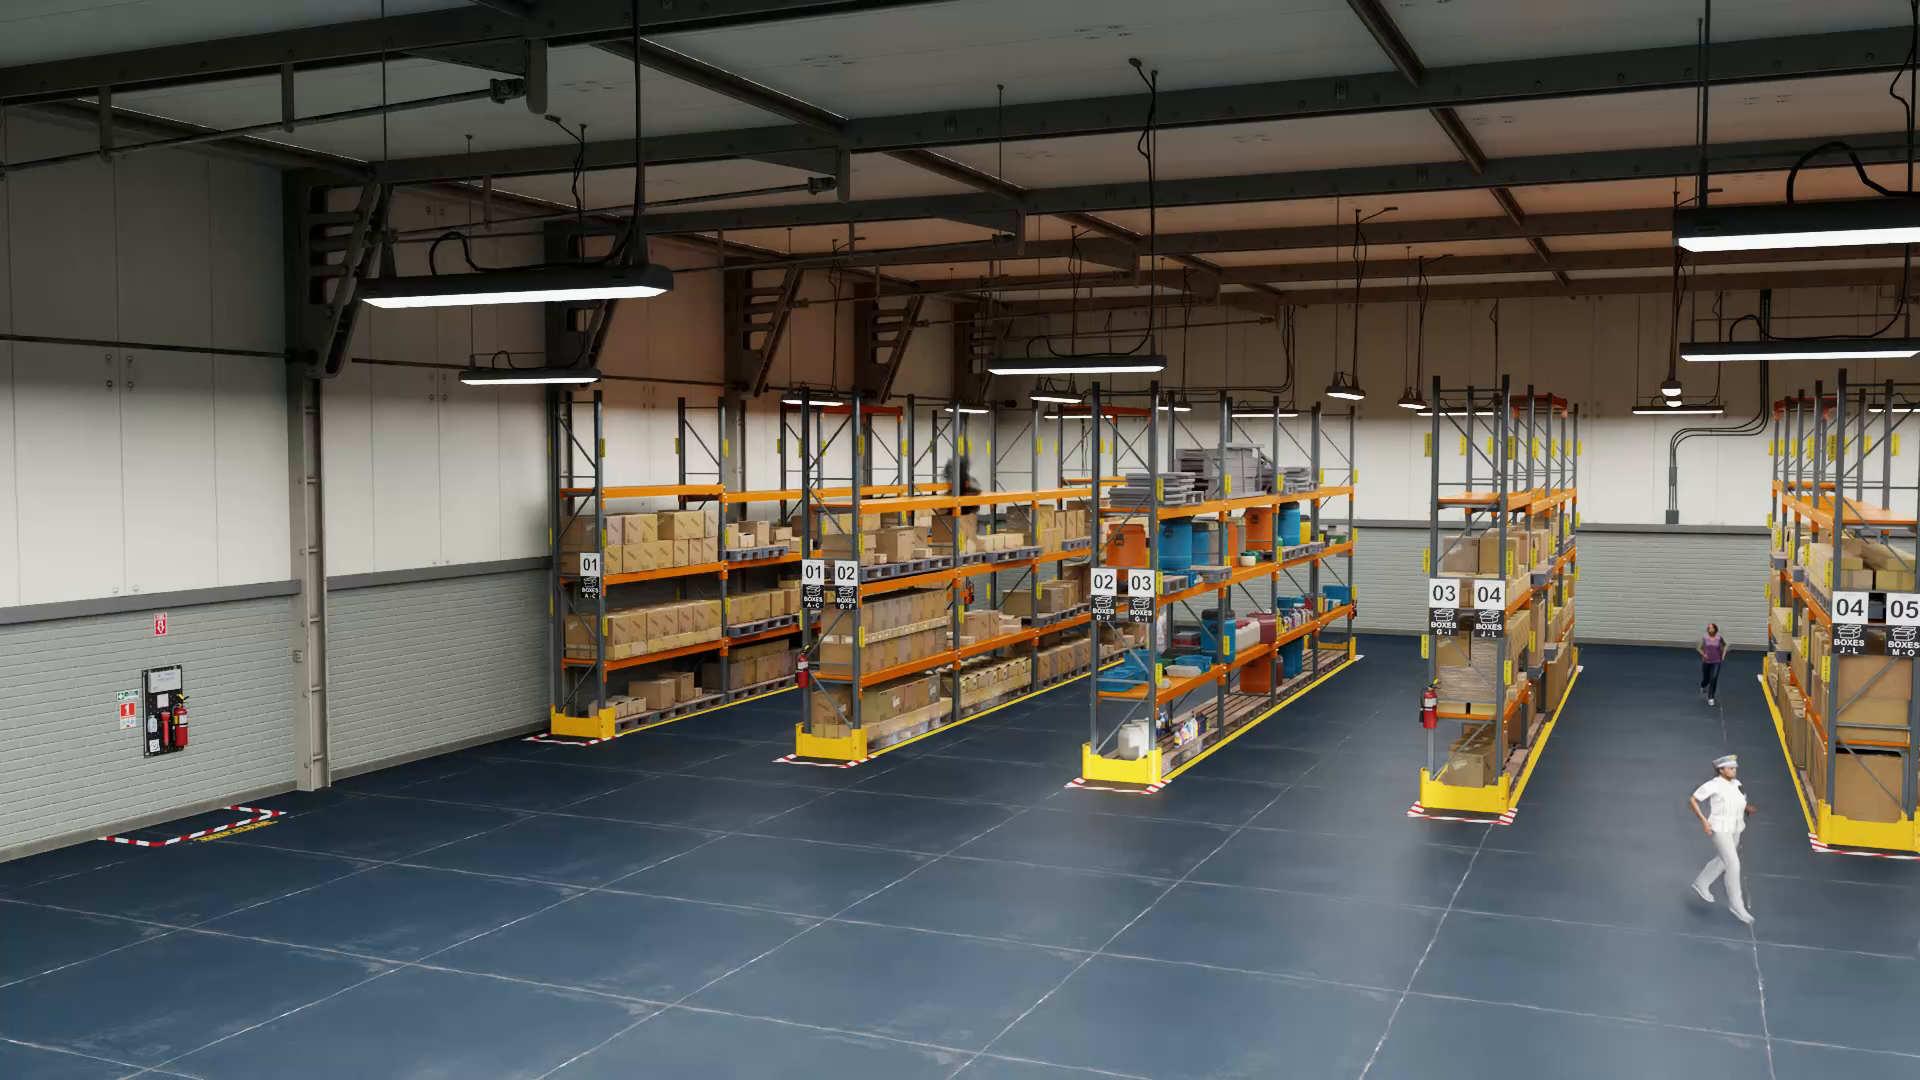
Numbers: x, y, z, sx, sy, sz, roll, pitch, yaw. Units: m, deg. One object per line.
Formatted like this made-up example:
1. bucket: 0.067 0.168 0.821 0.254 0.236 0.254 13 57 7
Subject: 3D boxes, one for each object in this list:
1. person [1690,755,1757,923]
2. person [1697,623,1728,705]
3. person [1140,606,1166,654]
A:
1. person: 8.216 3.155 17.873 0.547 1.729 0.846 -2 4 -28
2. person: 14.794 2.418 32.712 0.547 1.594 0.782 1 3 22
3. person: 4.097 2.195 34.908 0.657 1.755 0.760 1 3 16
